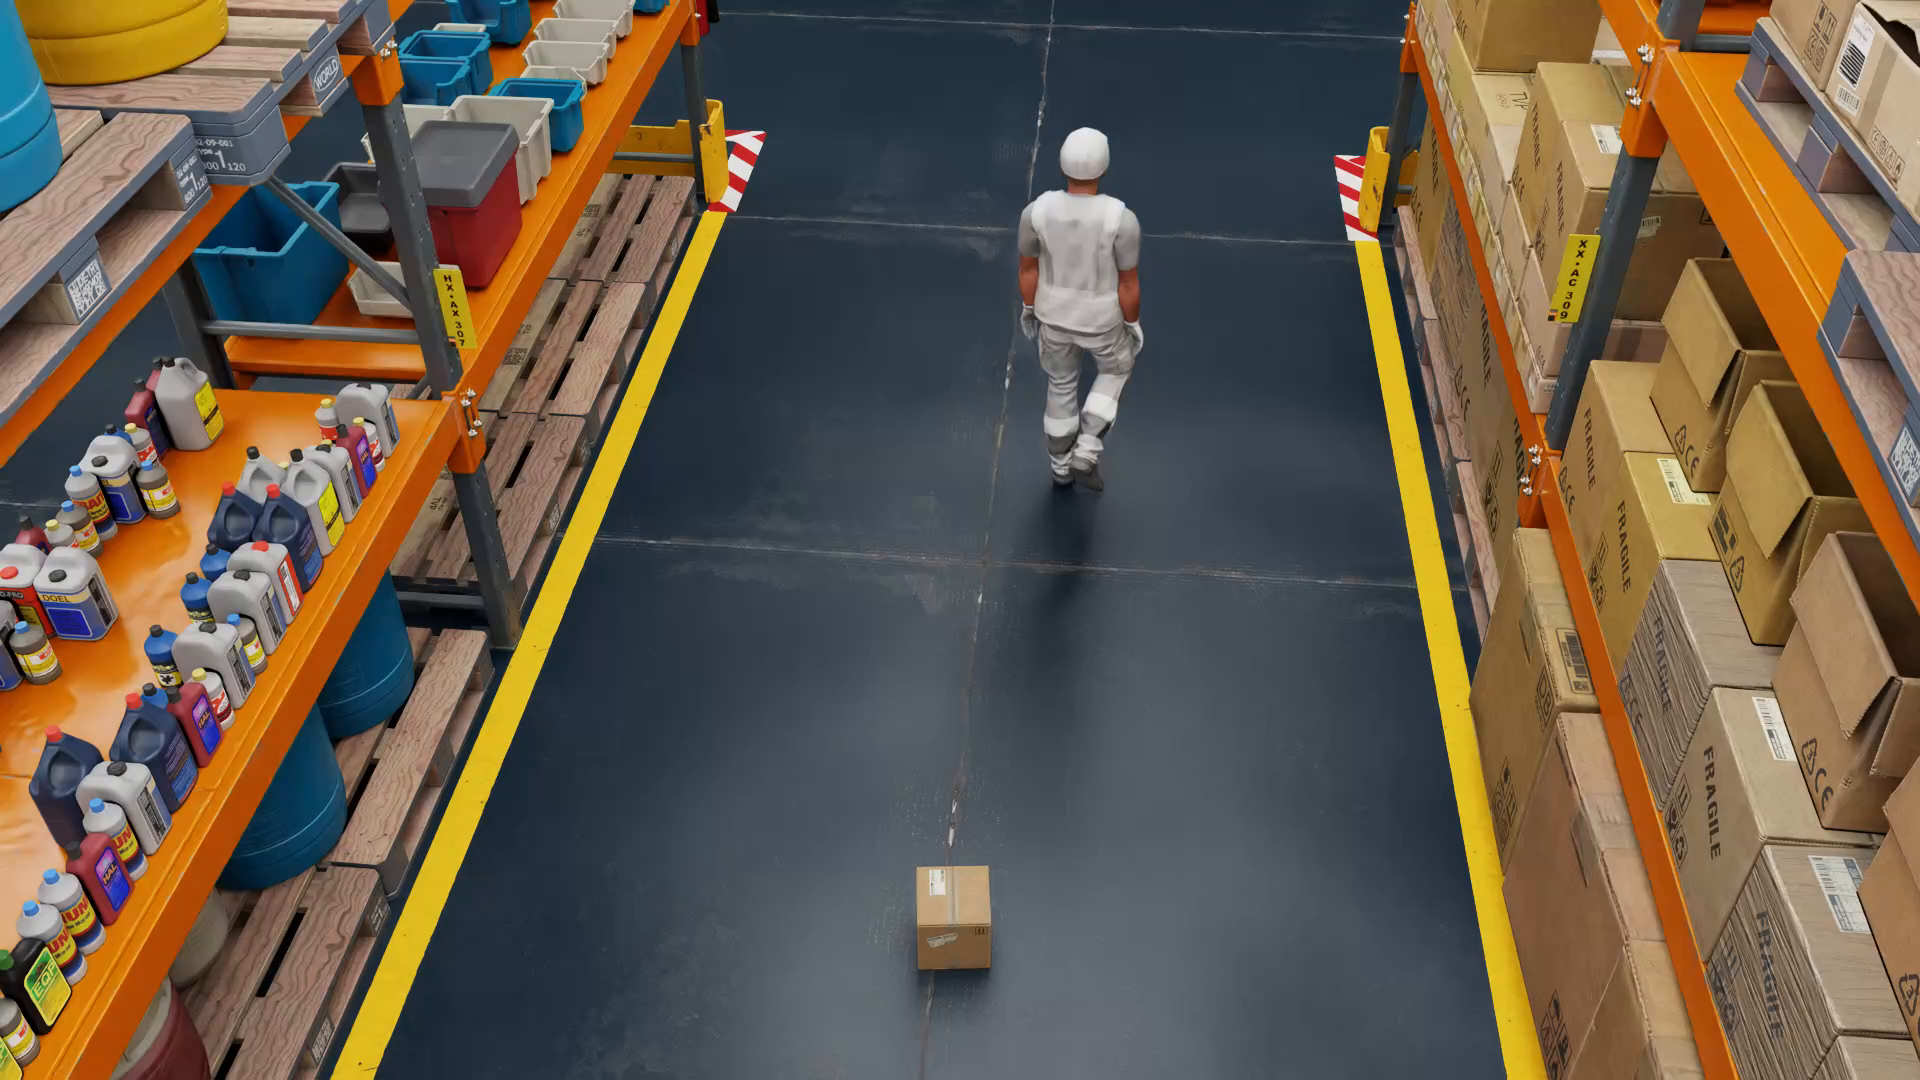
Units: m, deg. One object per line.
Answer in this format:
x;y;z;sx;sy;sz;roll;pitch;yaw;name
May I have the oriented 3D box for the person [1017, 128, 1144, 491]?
0.529;-0.969;7.255;0.568;1.780;0.505;11;41;13;person
